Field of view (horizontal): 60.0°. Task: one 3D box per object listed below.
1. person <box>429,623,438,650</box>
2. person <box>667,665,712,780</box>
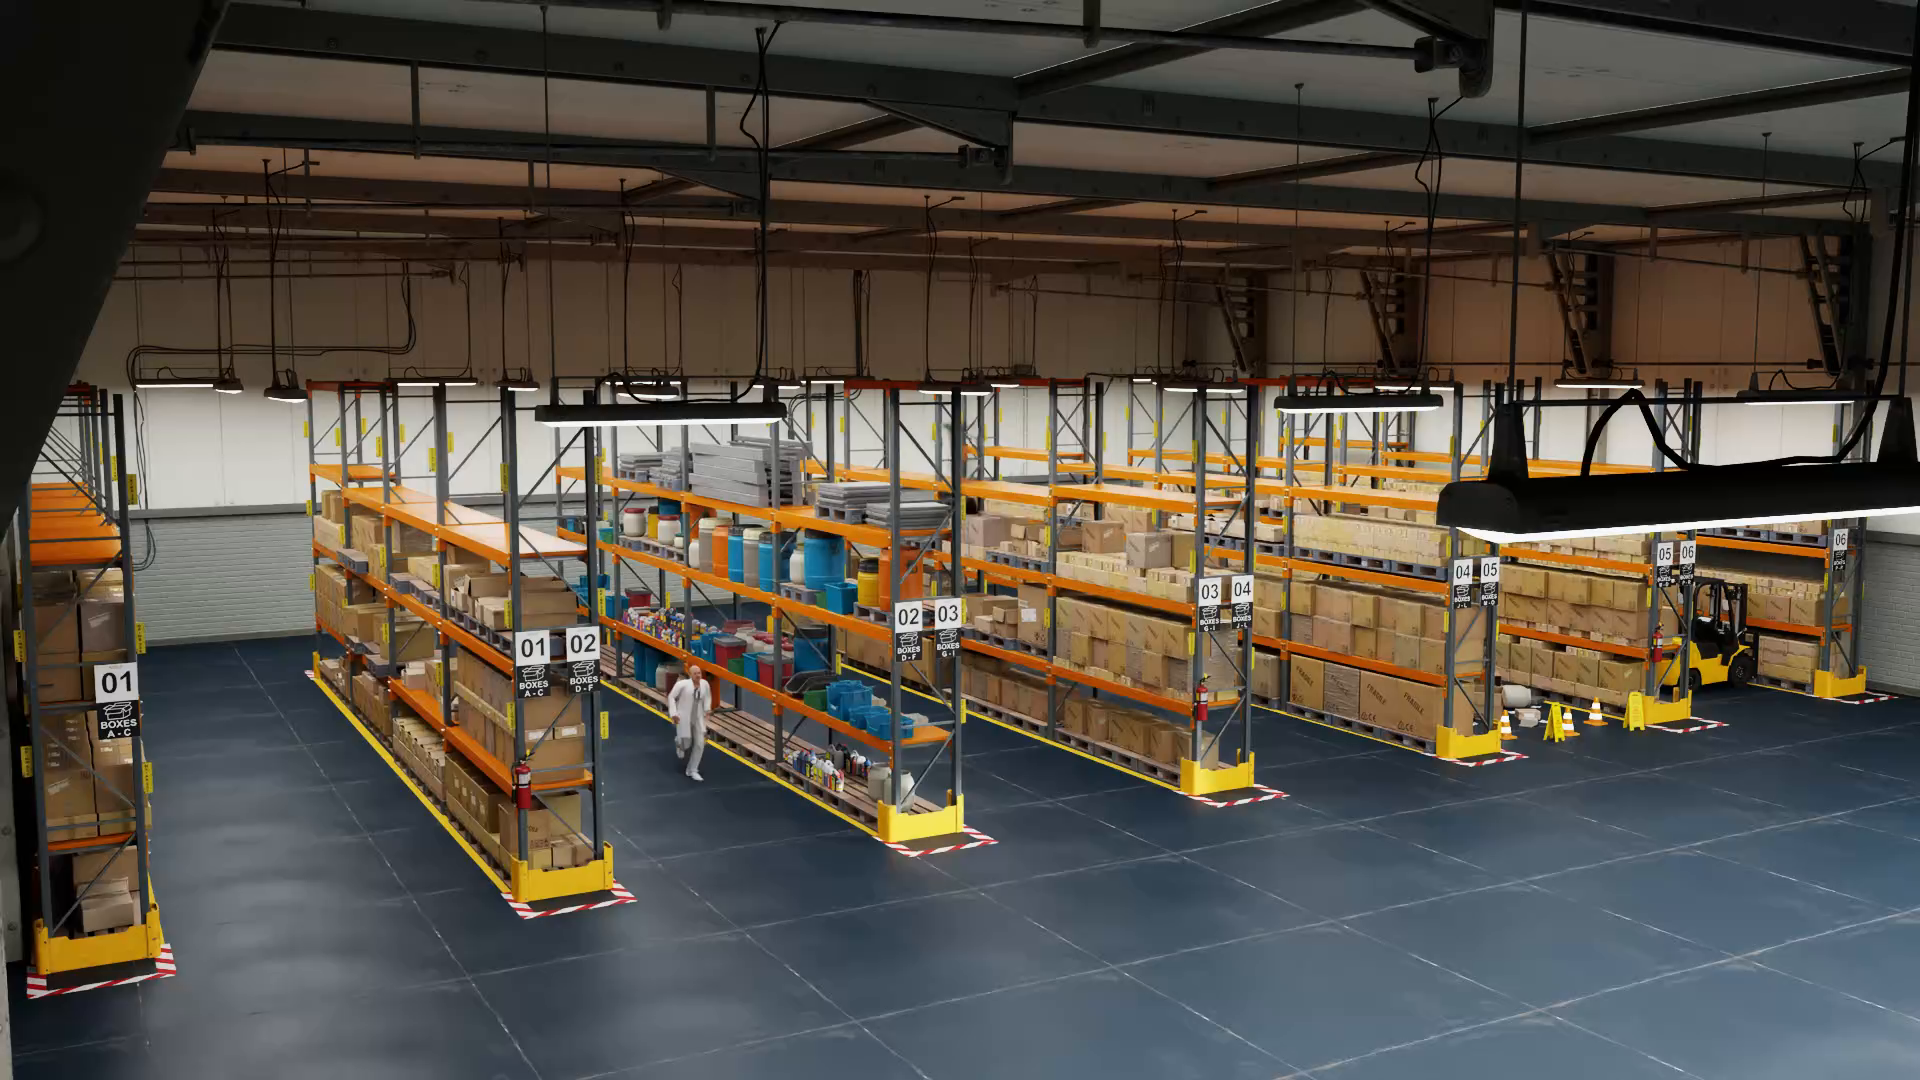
[{"bbox_3d":[-11.145,1.821,34.703,0.730,1.652,0.671,4,7,34],"label":"person"},{"bbox_3d":[-4.159,2.777,25.585,0.731,1.757,0.854,-4,7,-31],"label":"person"}]
